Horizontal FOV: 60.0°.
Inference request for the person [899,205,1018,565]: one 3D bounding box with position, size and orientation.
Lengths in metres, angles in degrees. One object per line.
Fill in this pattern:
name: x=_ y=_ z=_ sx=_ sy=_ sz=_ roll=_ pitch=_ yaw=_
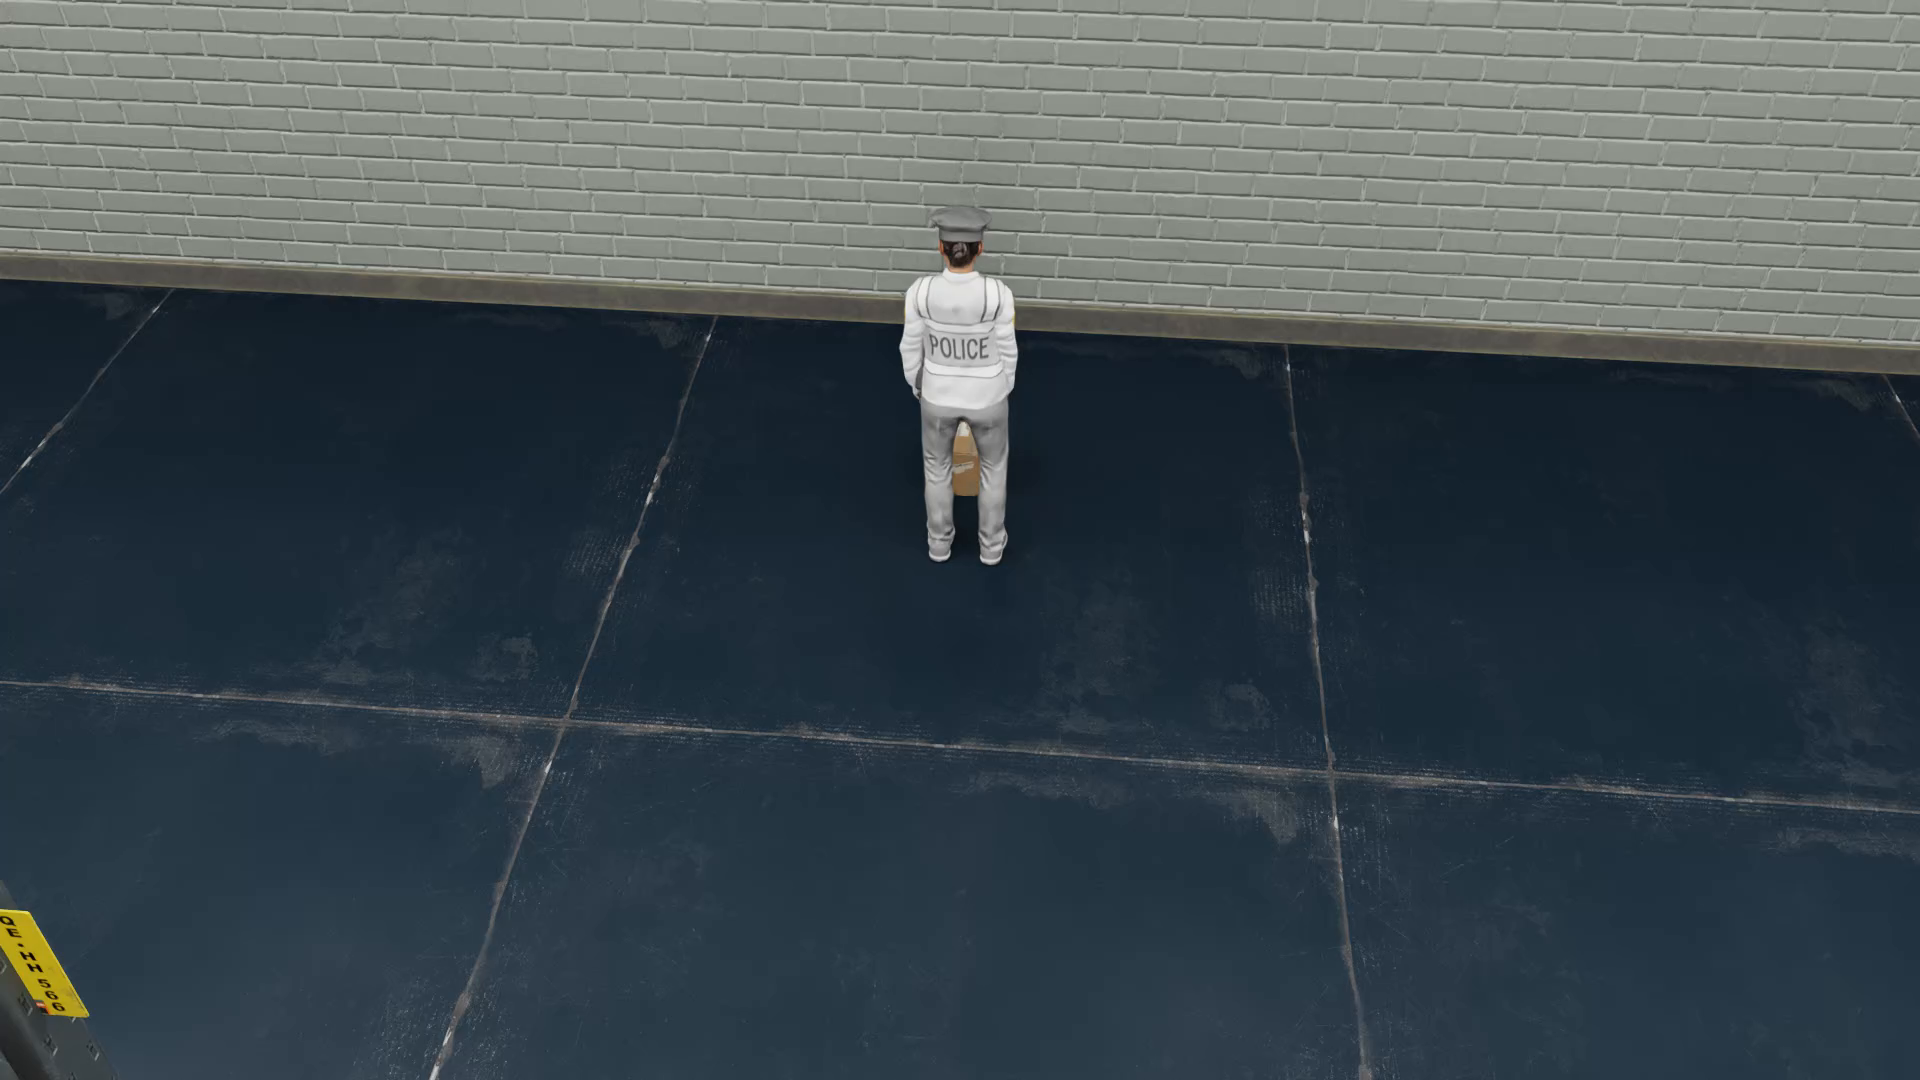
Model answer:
person: x=-0.002 y=-0.604 z=6.884 sx=0.482 sy=1.654 sz=0.366 roll=4 pitch=40 yaw=5
